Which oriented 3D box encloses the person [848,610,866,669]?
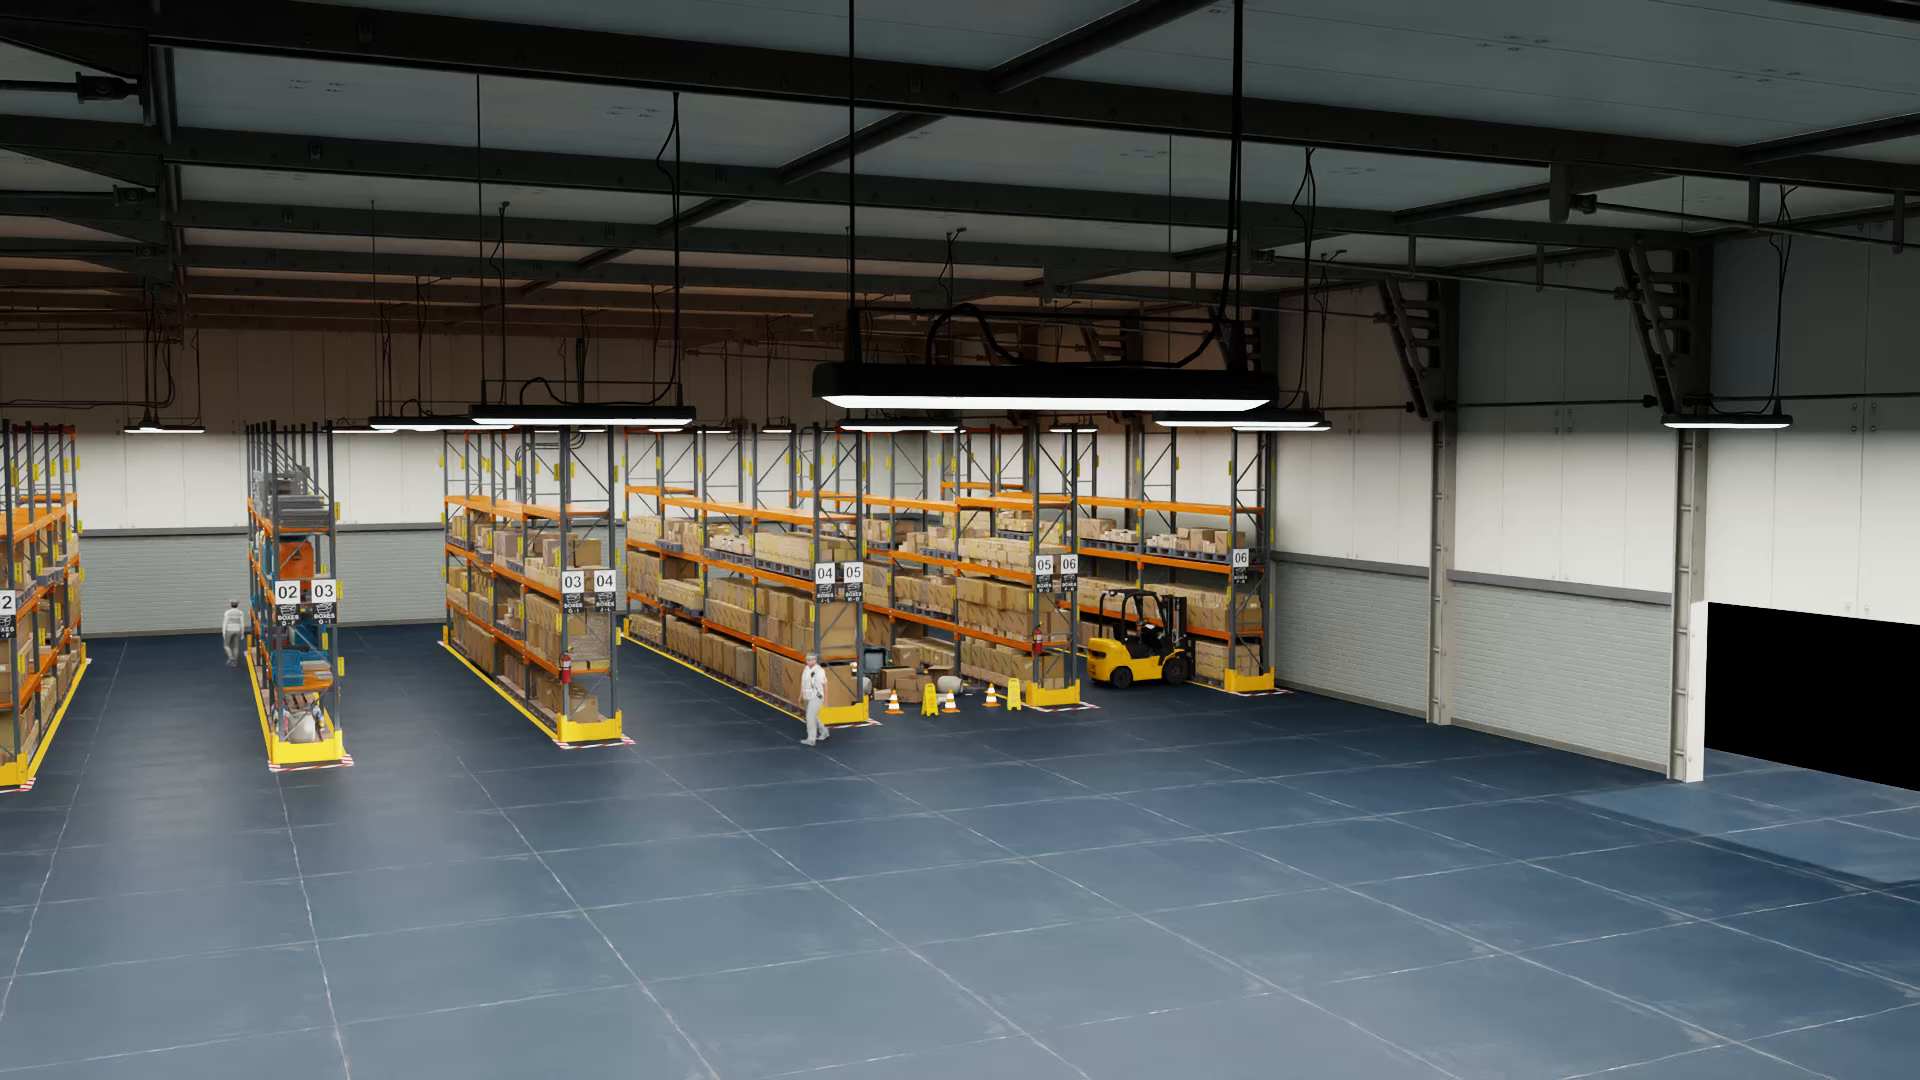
[{"bbox_3d":[-2.544,2.337,40.677,0.573,1.672,0.450,-2,4,-25],"label":"person"}]

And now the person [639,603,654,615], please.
[{"bbox_3d":[-9.716,1.640,51.419,0.568,1.643,0.718,3,5,42],"label":"person"}]

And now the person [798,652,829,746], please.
[{"bbox_3d":[-2.719,2.938,30.993,0.848,1.724,0.570,-3,4,-37],"label":"person"}]

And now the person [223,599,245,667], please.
[{"bbox_3d":[-17.976,2.309,41.182,0.517,1.669,0.476,-2,4,-34],"label":"person"}]
